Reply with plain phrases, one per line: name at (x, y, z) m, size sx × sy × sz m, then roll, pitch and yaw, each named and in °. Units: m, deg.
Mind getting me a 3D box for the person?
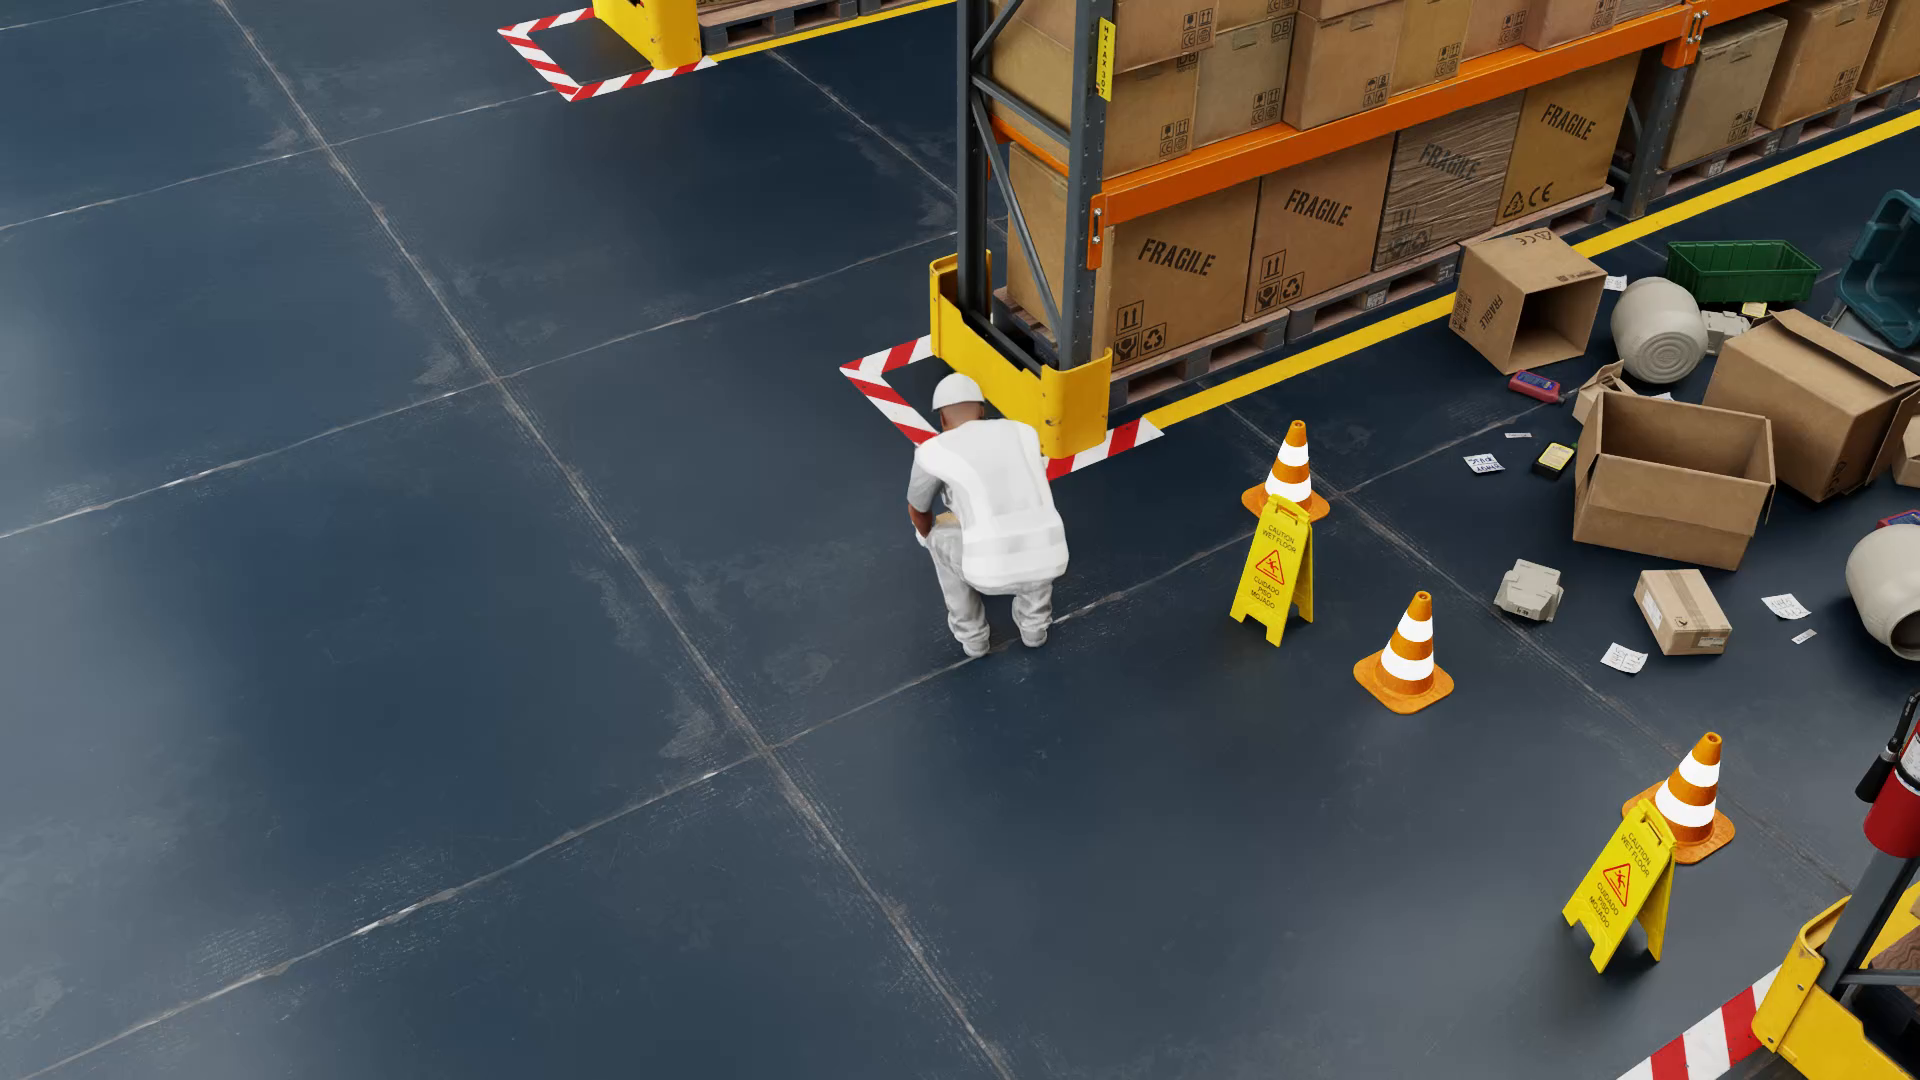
person at (0.102, -0.064, 6.814) m, size 0.578 × 1.015 × 0.902 m, roll -9°, pitch 41°, yaw -11°
